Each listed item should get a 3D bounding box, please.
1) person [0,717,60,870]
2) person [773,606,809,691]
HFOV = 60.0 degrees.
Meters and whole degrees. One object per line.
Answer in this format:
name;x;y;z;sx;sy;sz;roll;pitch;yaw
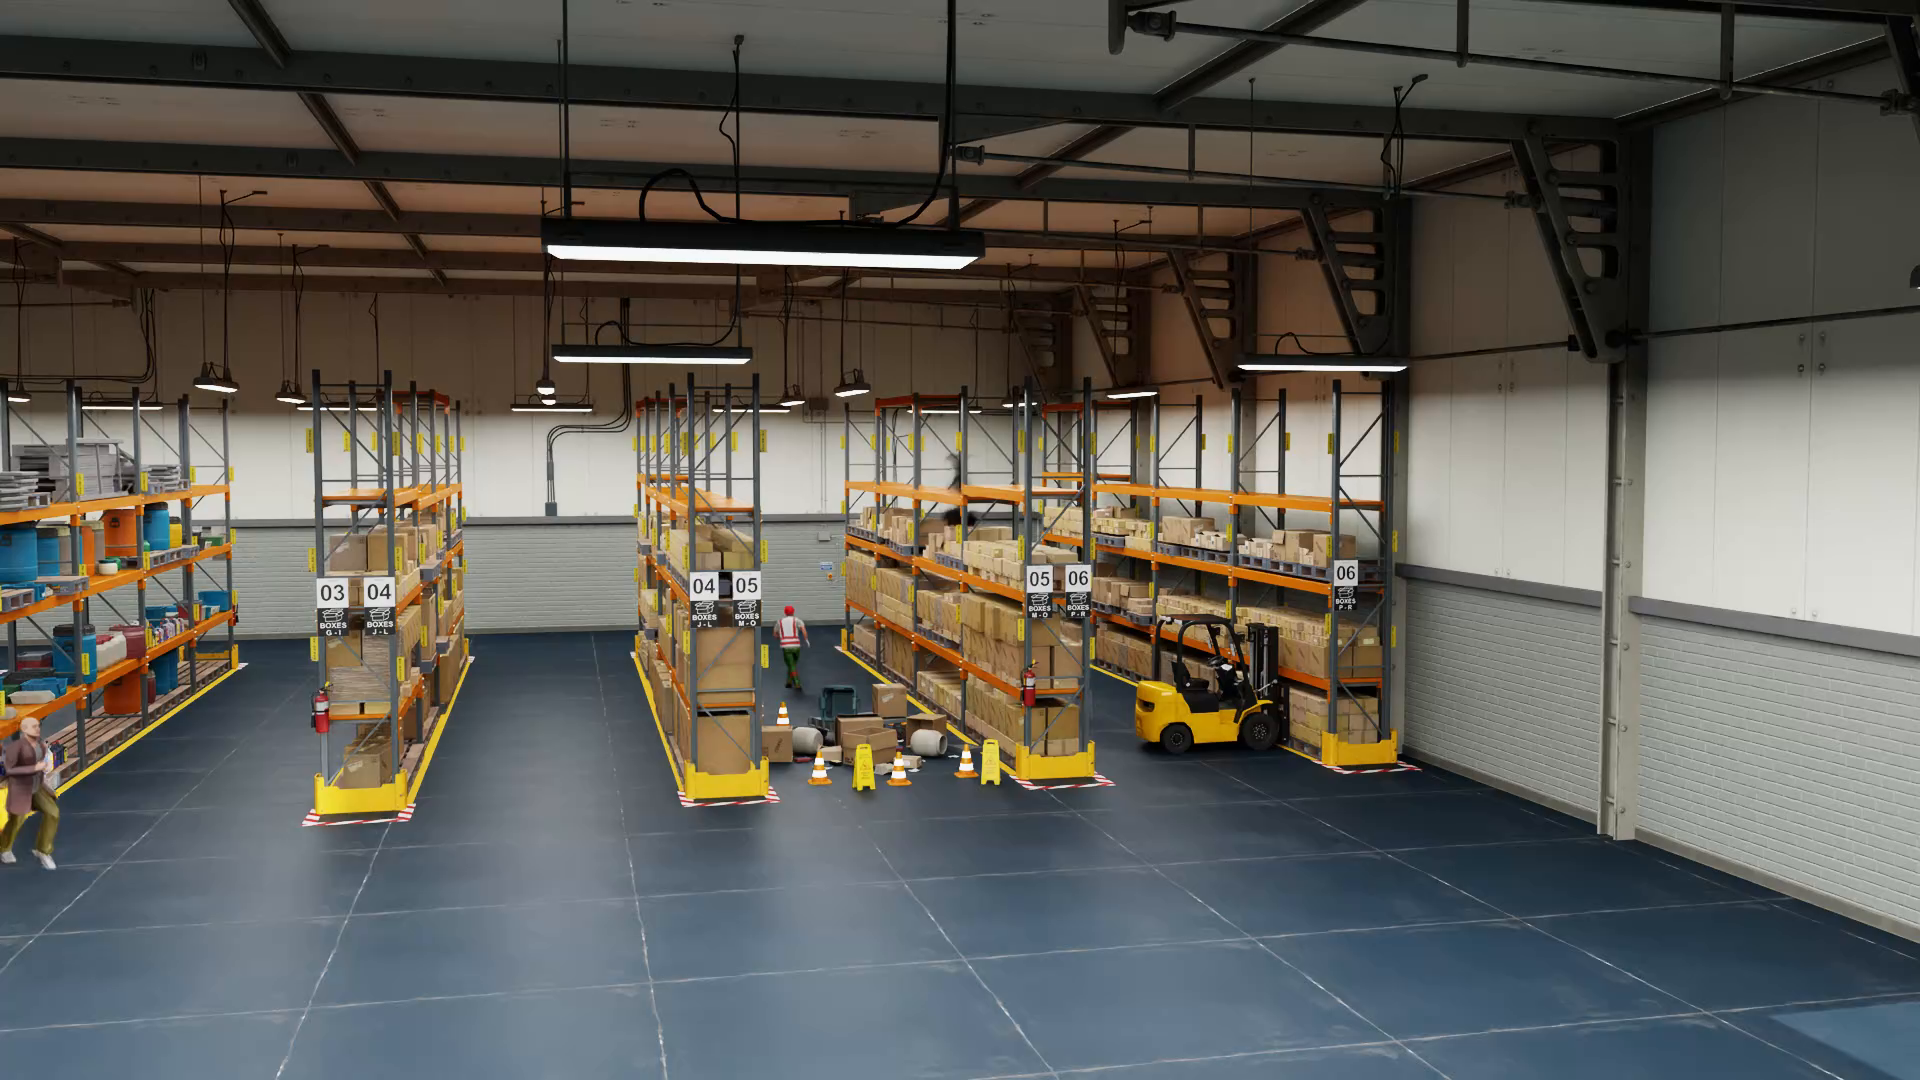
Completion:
person;-11.045;2.991;19.635;0.932;1.825;0.745;1;3;14
person;-3.417;2.213;33.720;0.724;1.714;0.861;-1;3;-10
